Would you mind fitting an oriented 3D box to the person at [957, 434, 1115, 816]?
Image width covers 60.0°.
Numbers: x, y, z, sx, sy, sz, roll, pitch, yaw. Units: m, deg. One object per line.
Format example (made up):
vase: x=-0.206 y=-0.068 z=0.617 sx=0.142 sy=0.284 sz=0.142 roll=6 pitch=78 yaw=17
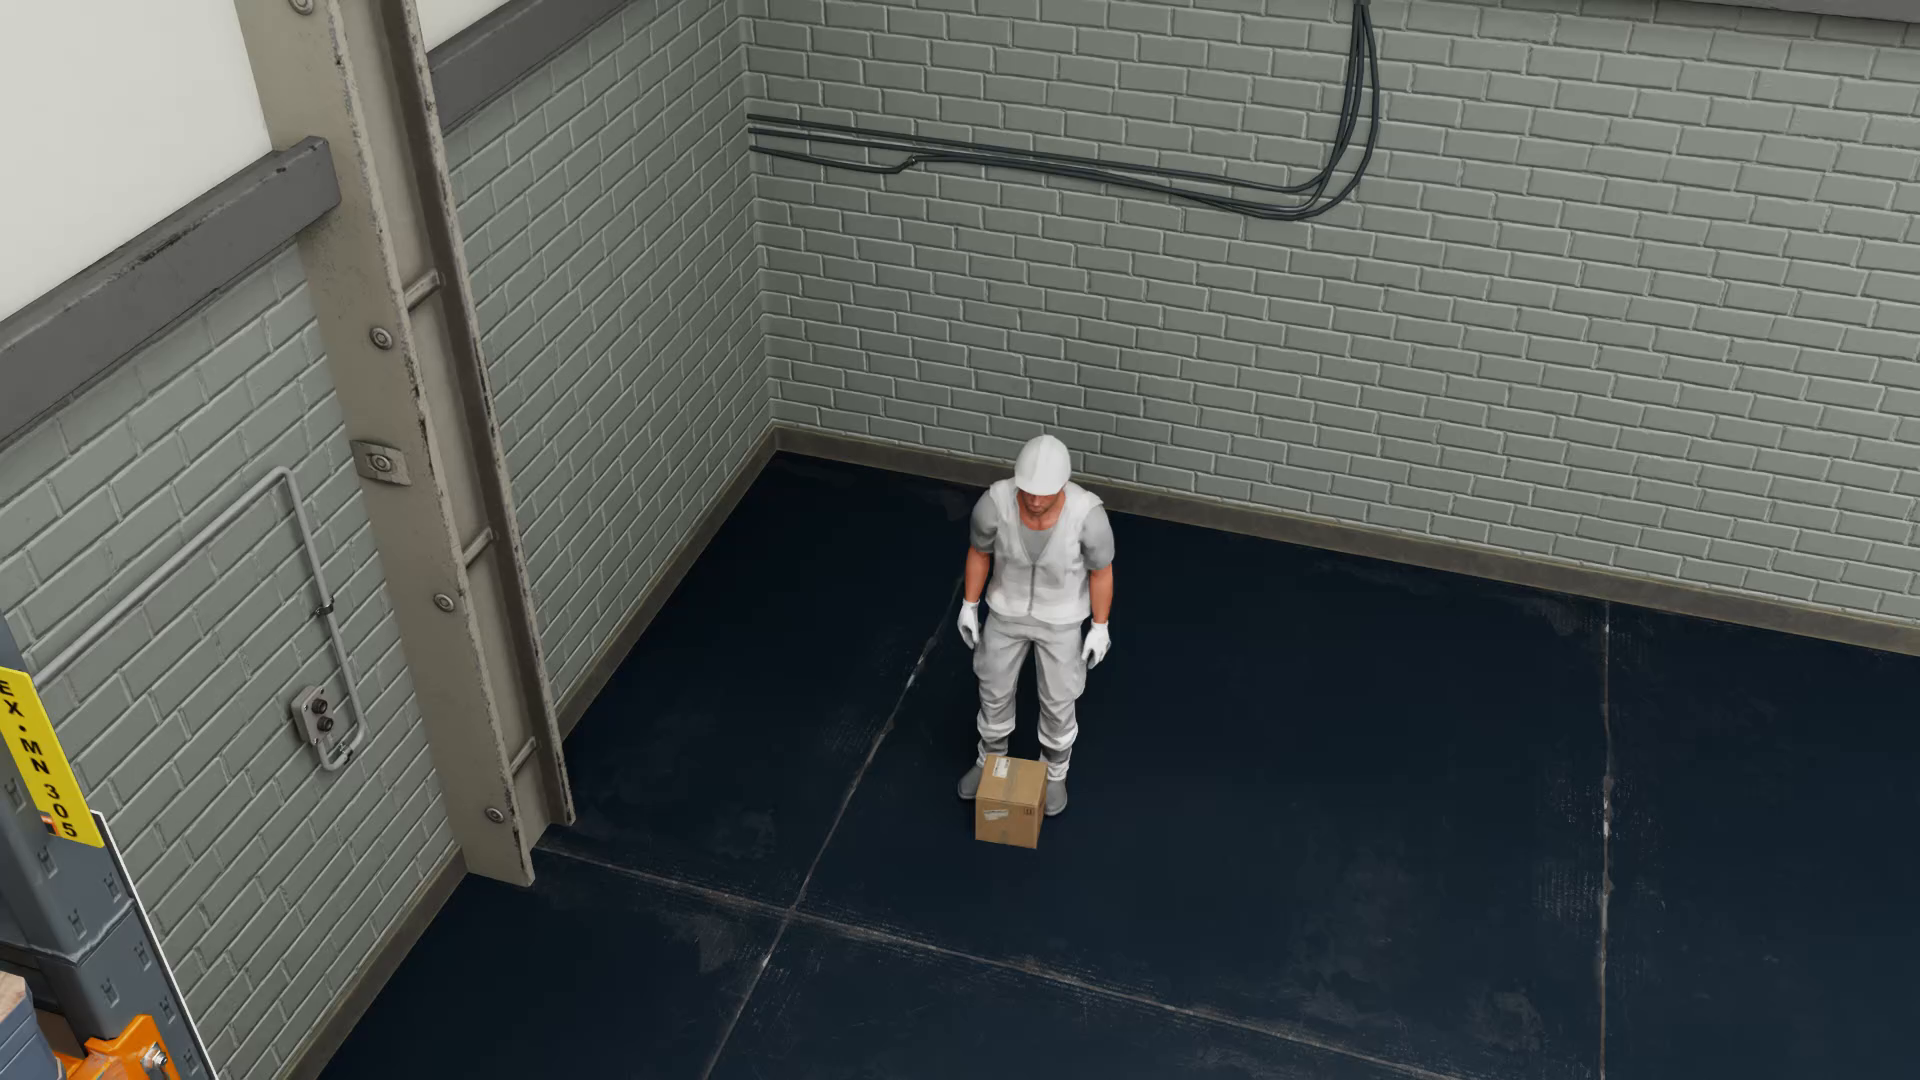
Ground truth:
person: x=0.286 y=0.320 z=6.452 sx=0.608 sy=1.777 sz=0.453 roll=9 pitch=38 yaw=12
